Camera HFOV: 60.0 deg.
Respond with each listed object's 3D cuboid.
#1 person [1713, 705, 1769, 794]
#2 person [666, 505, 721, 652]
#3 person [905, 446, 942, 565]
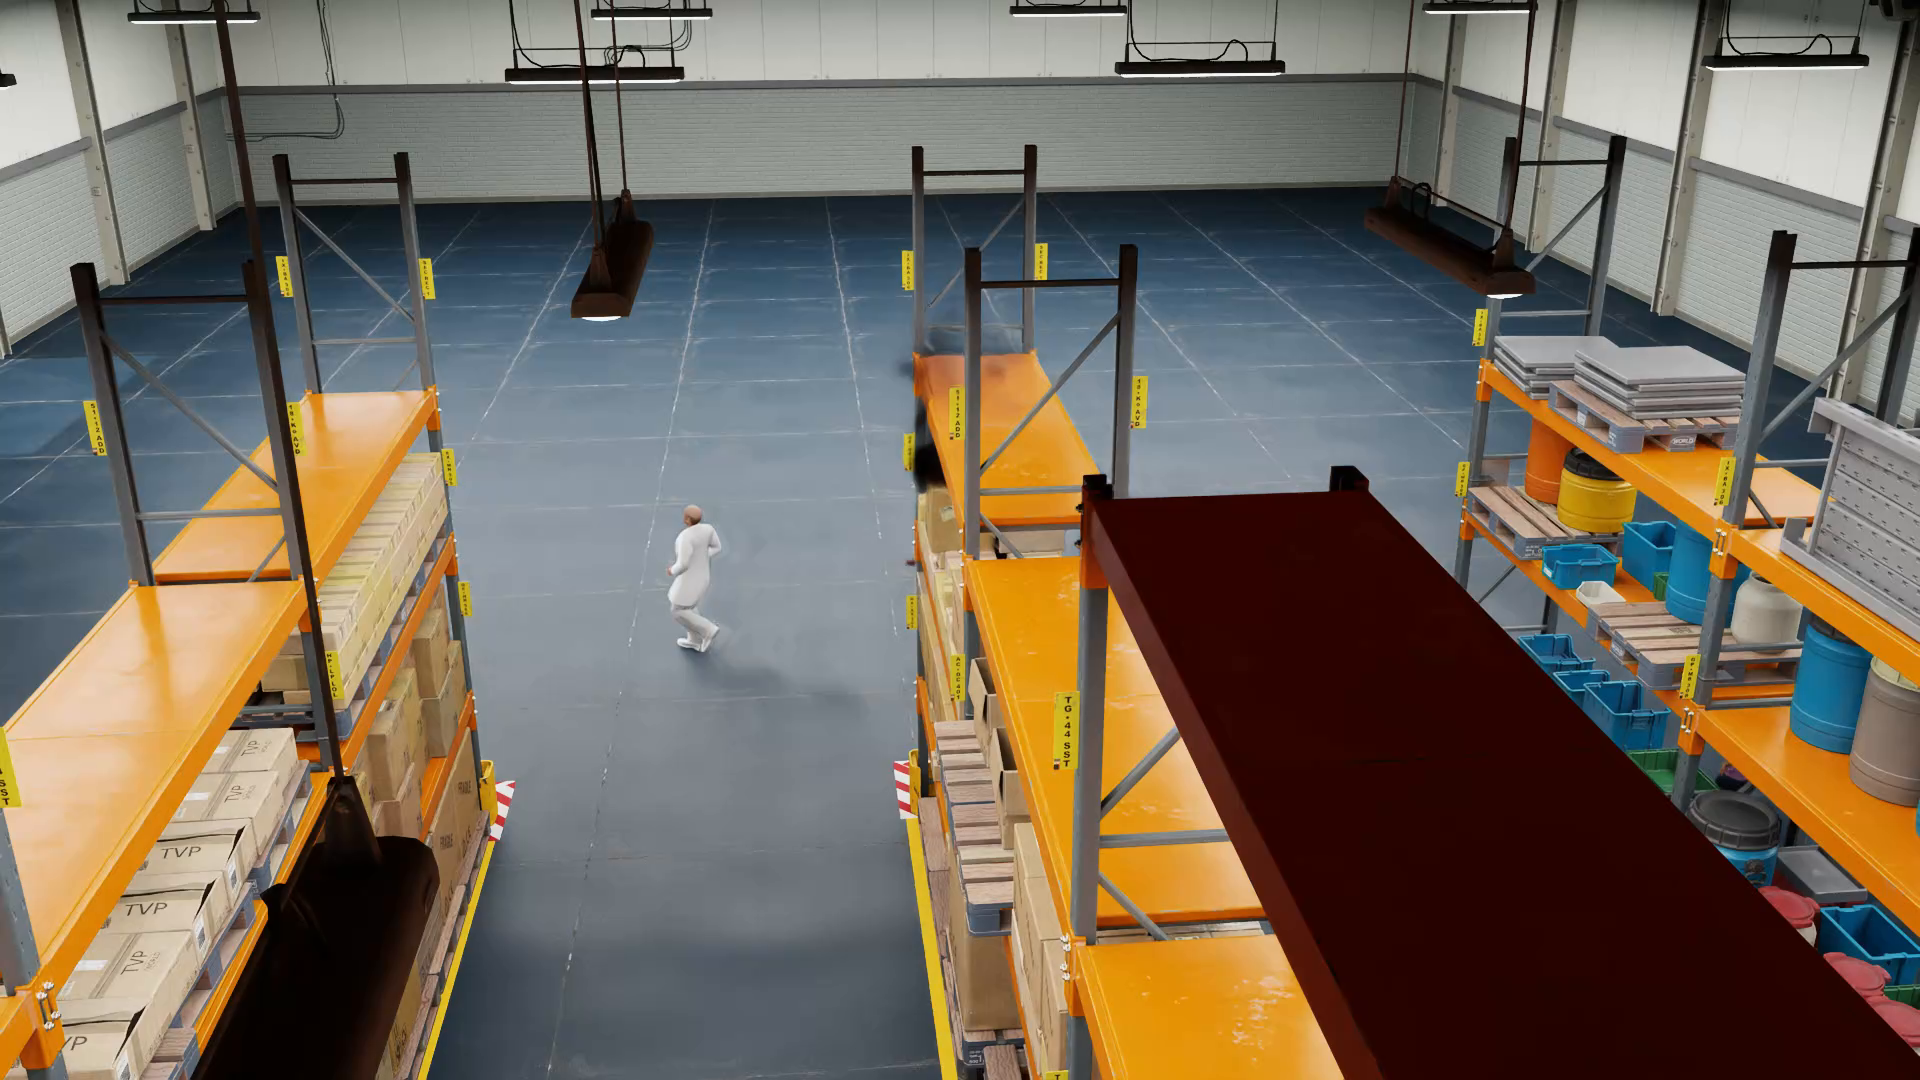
[{"bbox_3d":[6.802,2.011,14.448,0.543,1.567,0.530,-4,22,-11],"label":"person"},{"bbox_3d":[-2.896,0.425,18.218,0.654,1.724,0.707,11,24,27],"label":"person"},{"bbox_3d":[-0.259,-0.385,20.379,0.929,1.613,0.613,7,23,17],"label":"person"}]
